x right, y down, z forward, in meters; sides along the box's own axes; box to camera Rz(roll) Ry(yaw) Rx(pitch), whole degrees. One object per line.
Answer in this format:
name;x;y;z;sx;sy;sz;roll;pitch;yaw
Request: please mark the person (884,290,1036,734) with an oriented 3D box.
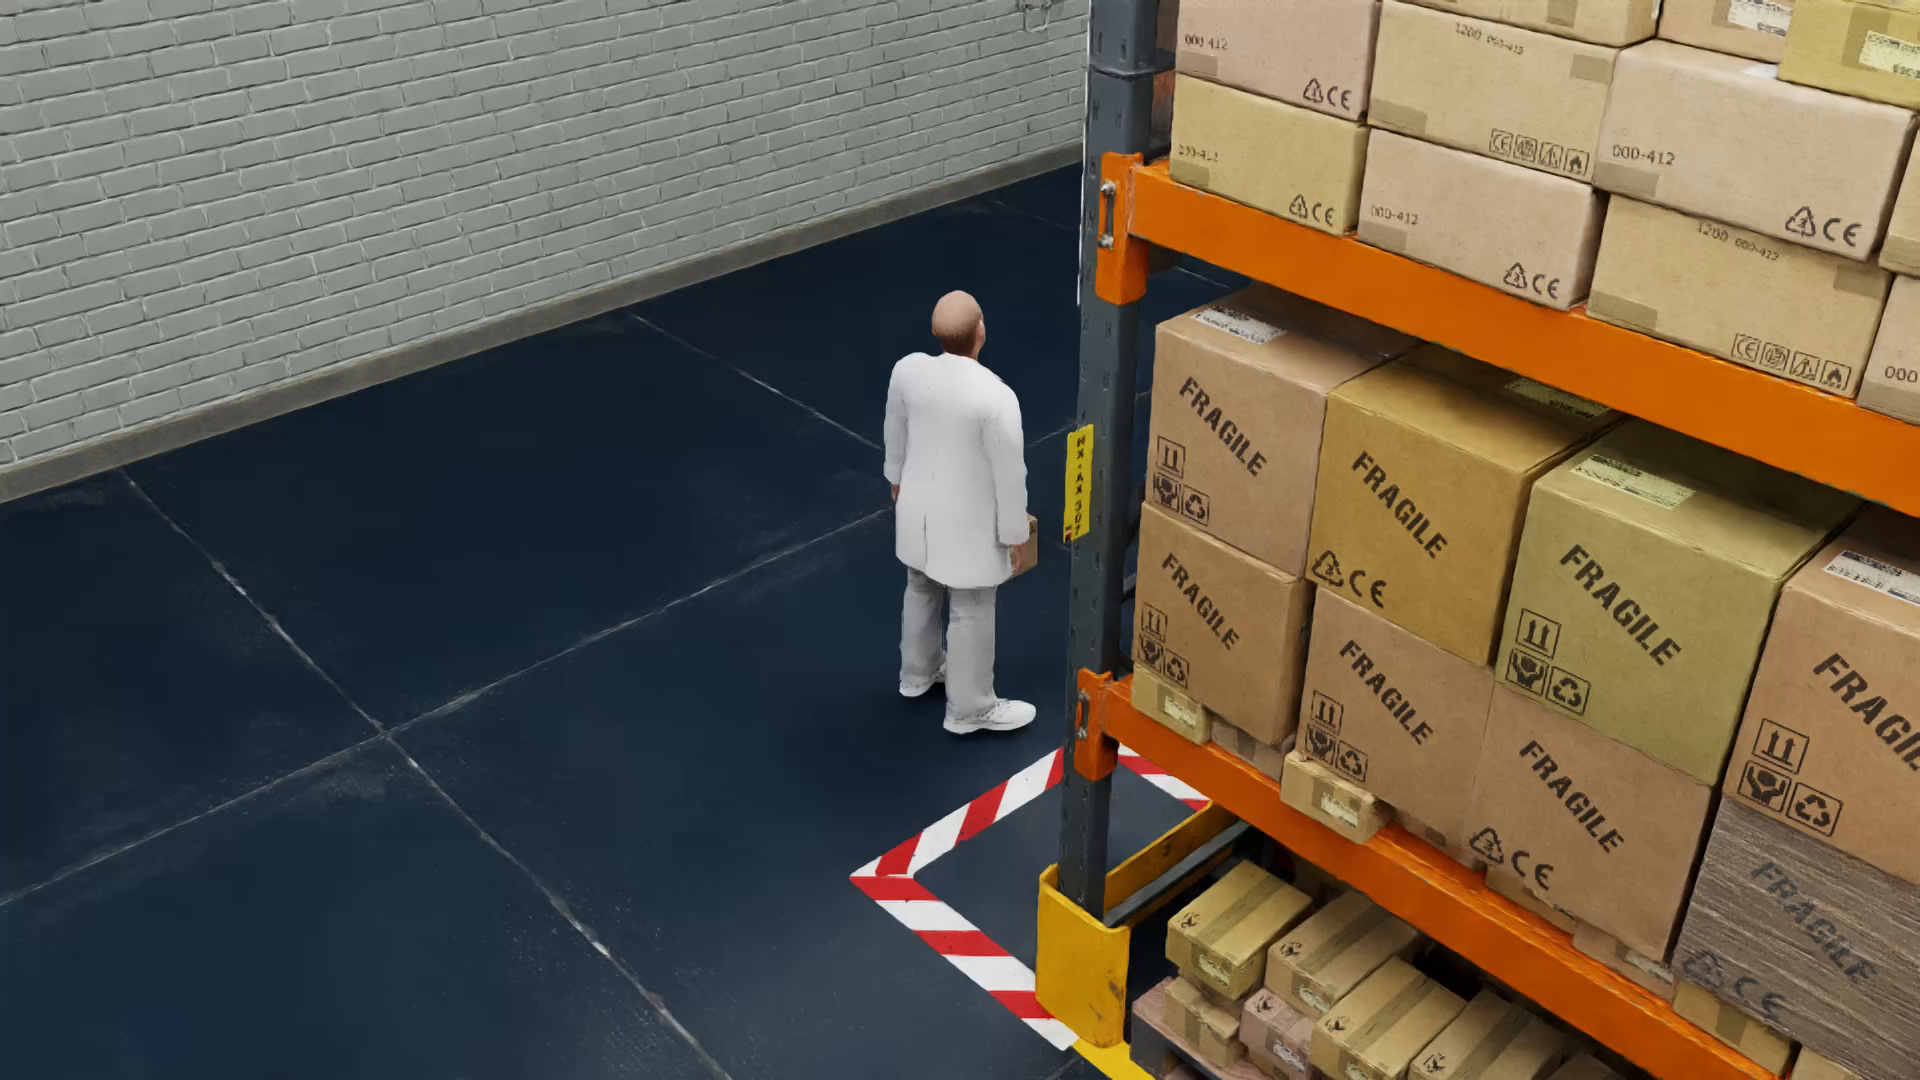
person;-0.002;-0.118;6.282;0.688;1.793;0.429;21;37;31
